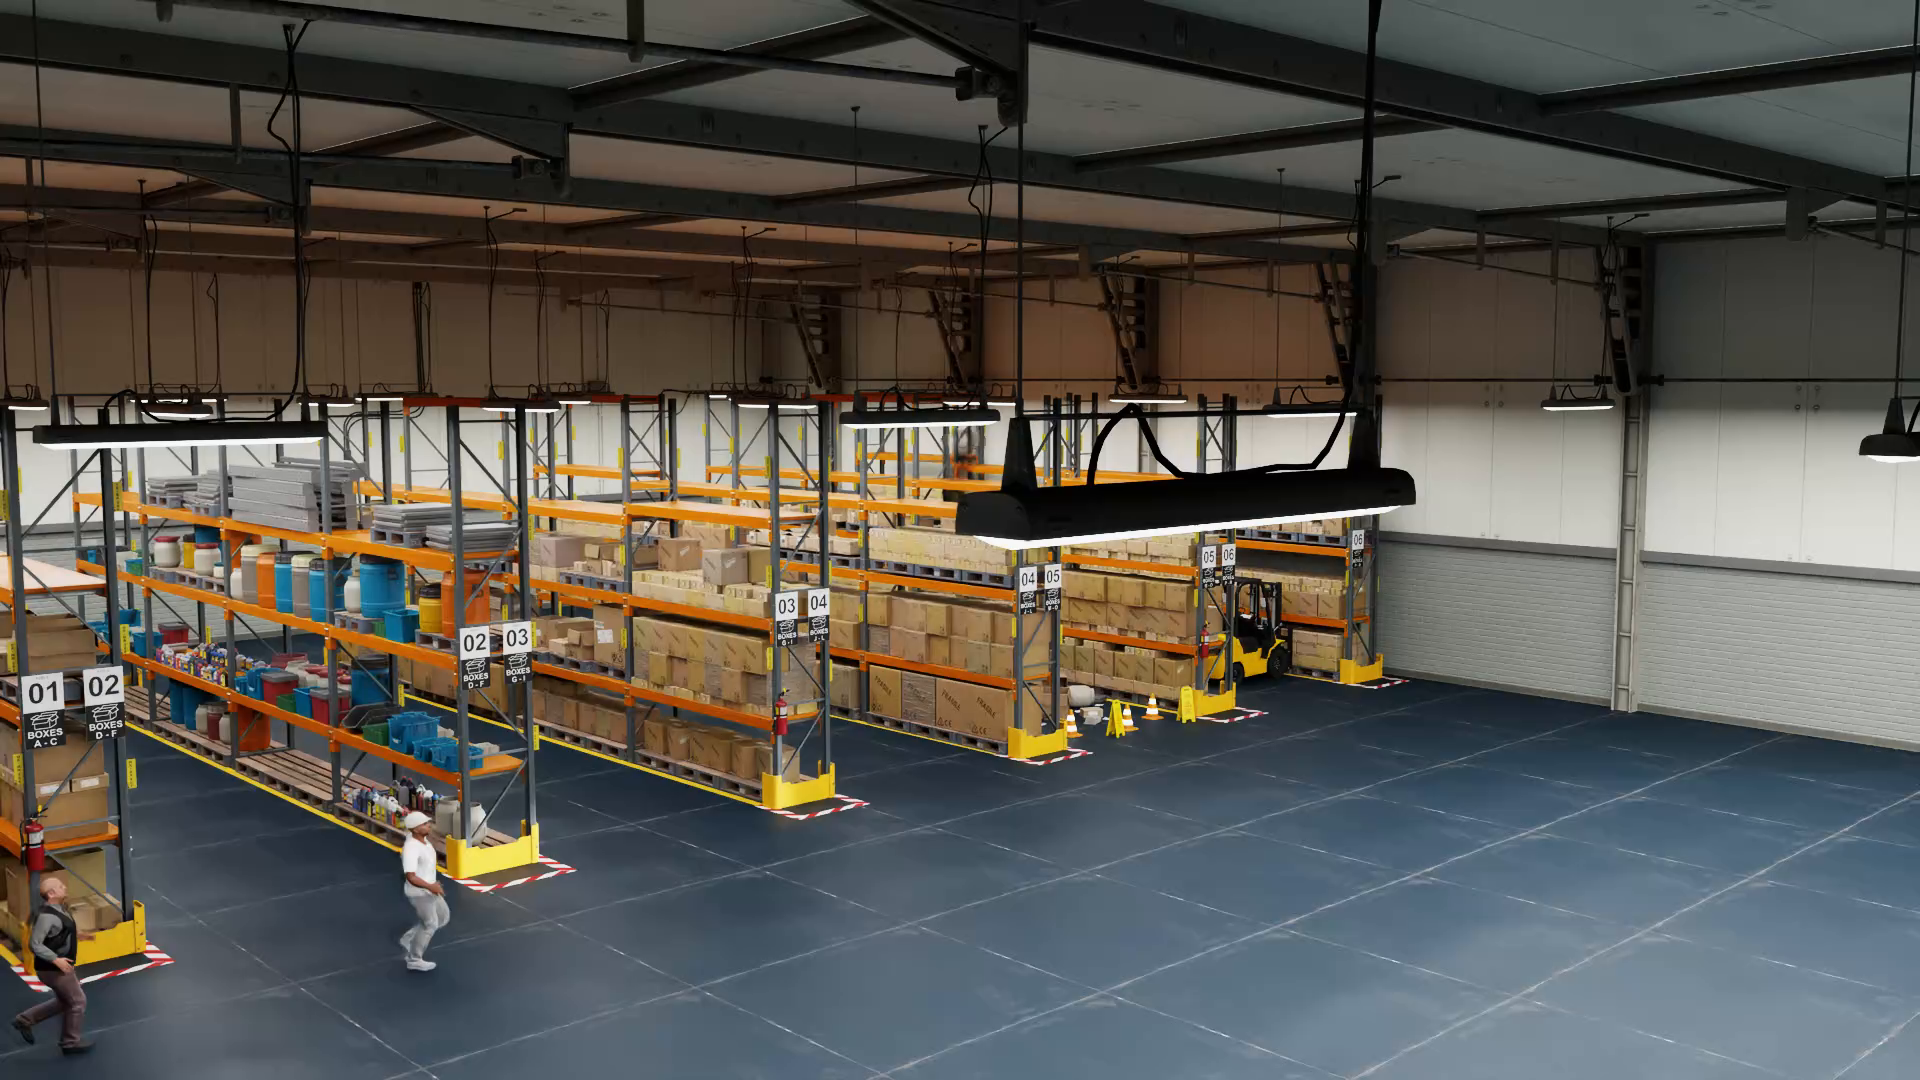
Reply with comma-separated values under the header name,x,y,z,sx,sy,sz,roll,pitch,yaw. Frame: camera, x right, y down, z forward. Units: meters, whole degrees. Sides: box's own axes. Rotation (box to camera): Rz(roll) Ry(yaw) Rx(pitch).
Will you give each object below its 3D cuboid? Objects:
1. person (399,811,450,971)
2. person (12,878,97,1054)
name,x,y,z,sx,sy,sz,roll,pitch,yaw
person,-5.768,3.751,17.849,0.526,1.725,0.705,-1,6,-12
person,-8.489,3.989,15.536,0.724,1.687,0.655,-2,6,-23
